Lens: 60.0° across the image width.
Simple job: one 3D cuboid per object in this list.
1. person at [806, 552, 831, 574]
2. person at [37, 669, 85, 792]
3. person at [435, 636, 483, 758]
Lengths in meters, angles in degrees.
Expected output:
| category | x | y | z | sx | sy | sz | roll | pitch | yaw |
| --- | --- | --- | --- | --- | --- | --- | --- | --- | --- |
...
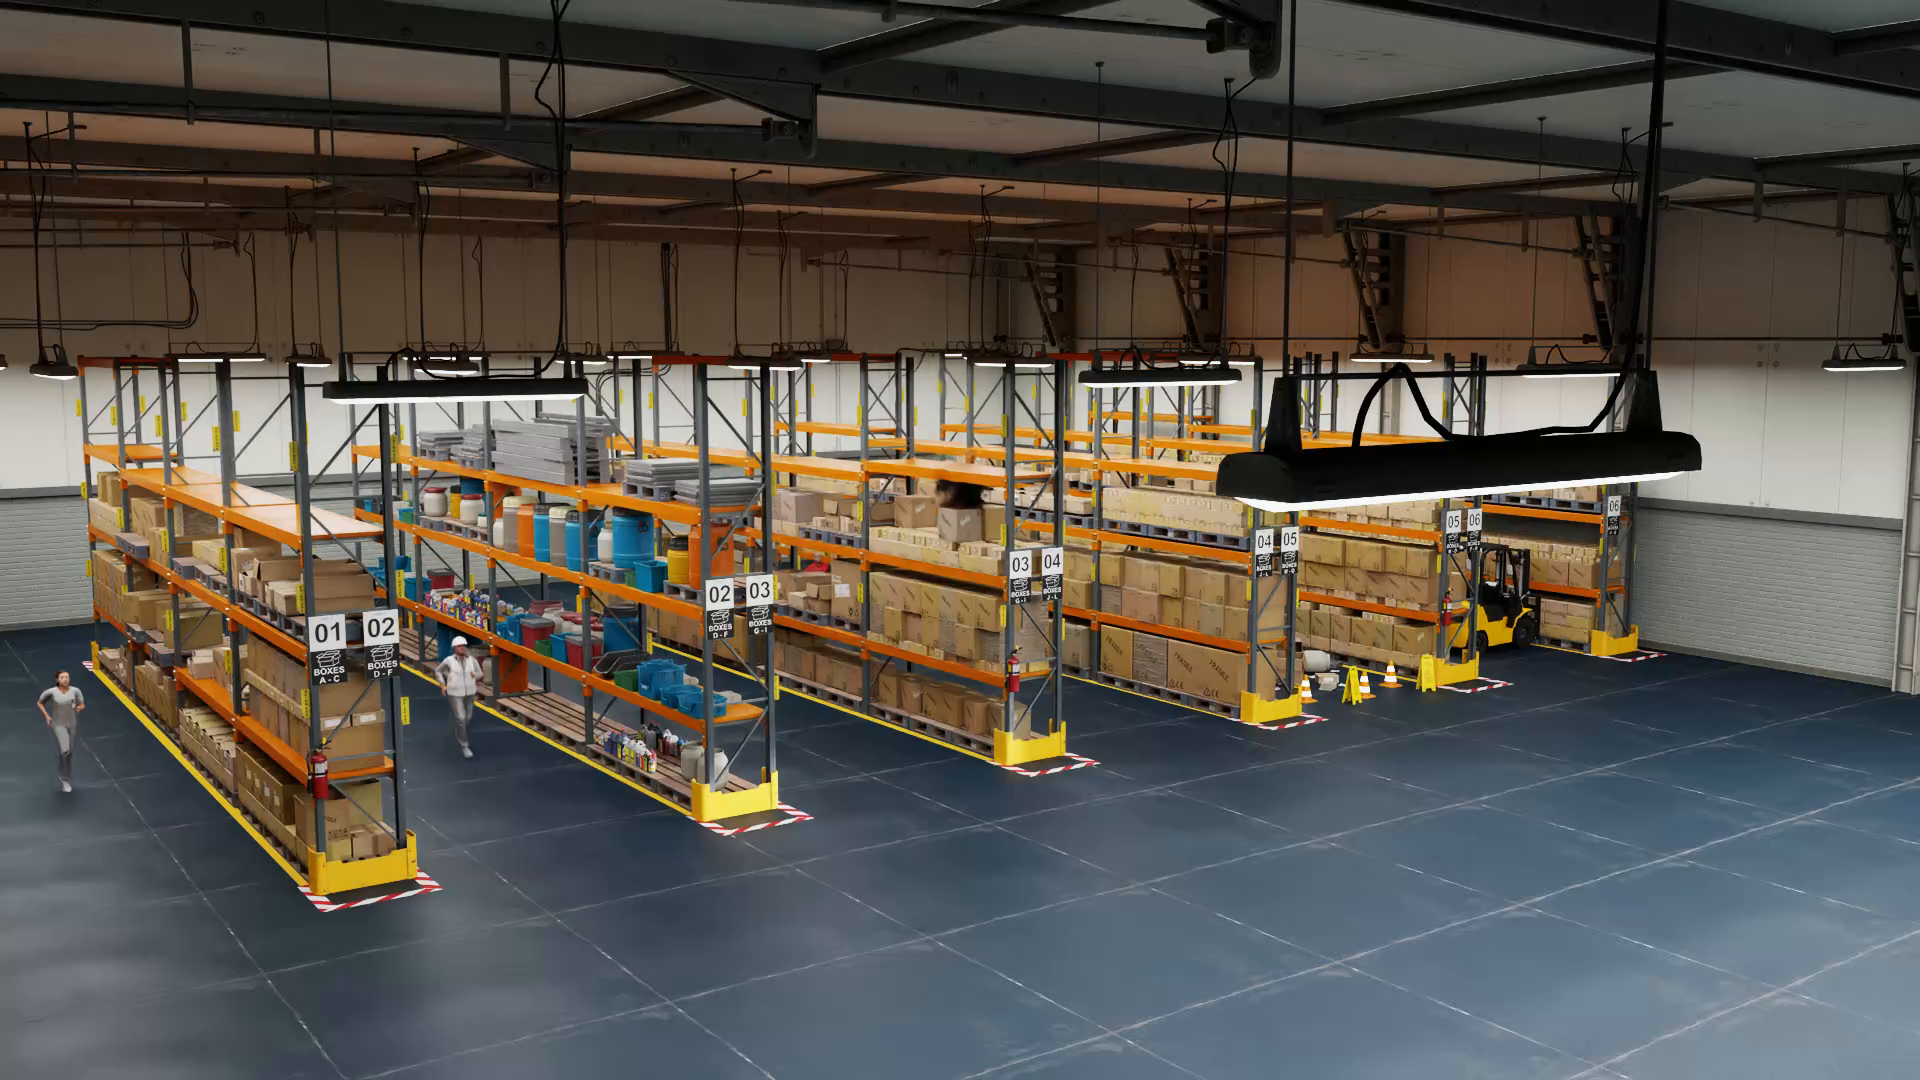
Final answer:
| category | x | y | z | sx | sy | sz | roll | pitch | yaw |
| --- | --- | --- | --- | --- | --- | --- | --- | --- | --- |
| person | -3.038 | 1.110 | 36.195 | 0.672 | 1.703 | 0.629 | -4 | 8 | -28 |
| person | -12.641 | 2.669 | 23.474 | 0.758 | 1.726 | 0.545 | 6 | 9 | 40 |
| person | -7.609 | 2.354 | 25.393 | 0.649 | 1.780 | 0.939 | -6 | 9 | -38 |
